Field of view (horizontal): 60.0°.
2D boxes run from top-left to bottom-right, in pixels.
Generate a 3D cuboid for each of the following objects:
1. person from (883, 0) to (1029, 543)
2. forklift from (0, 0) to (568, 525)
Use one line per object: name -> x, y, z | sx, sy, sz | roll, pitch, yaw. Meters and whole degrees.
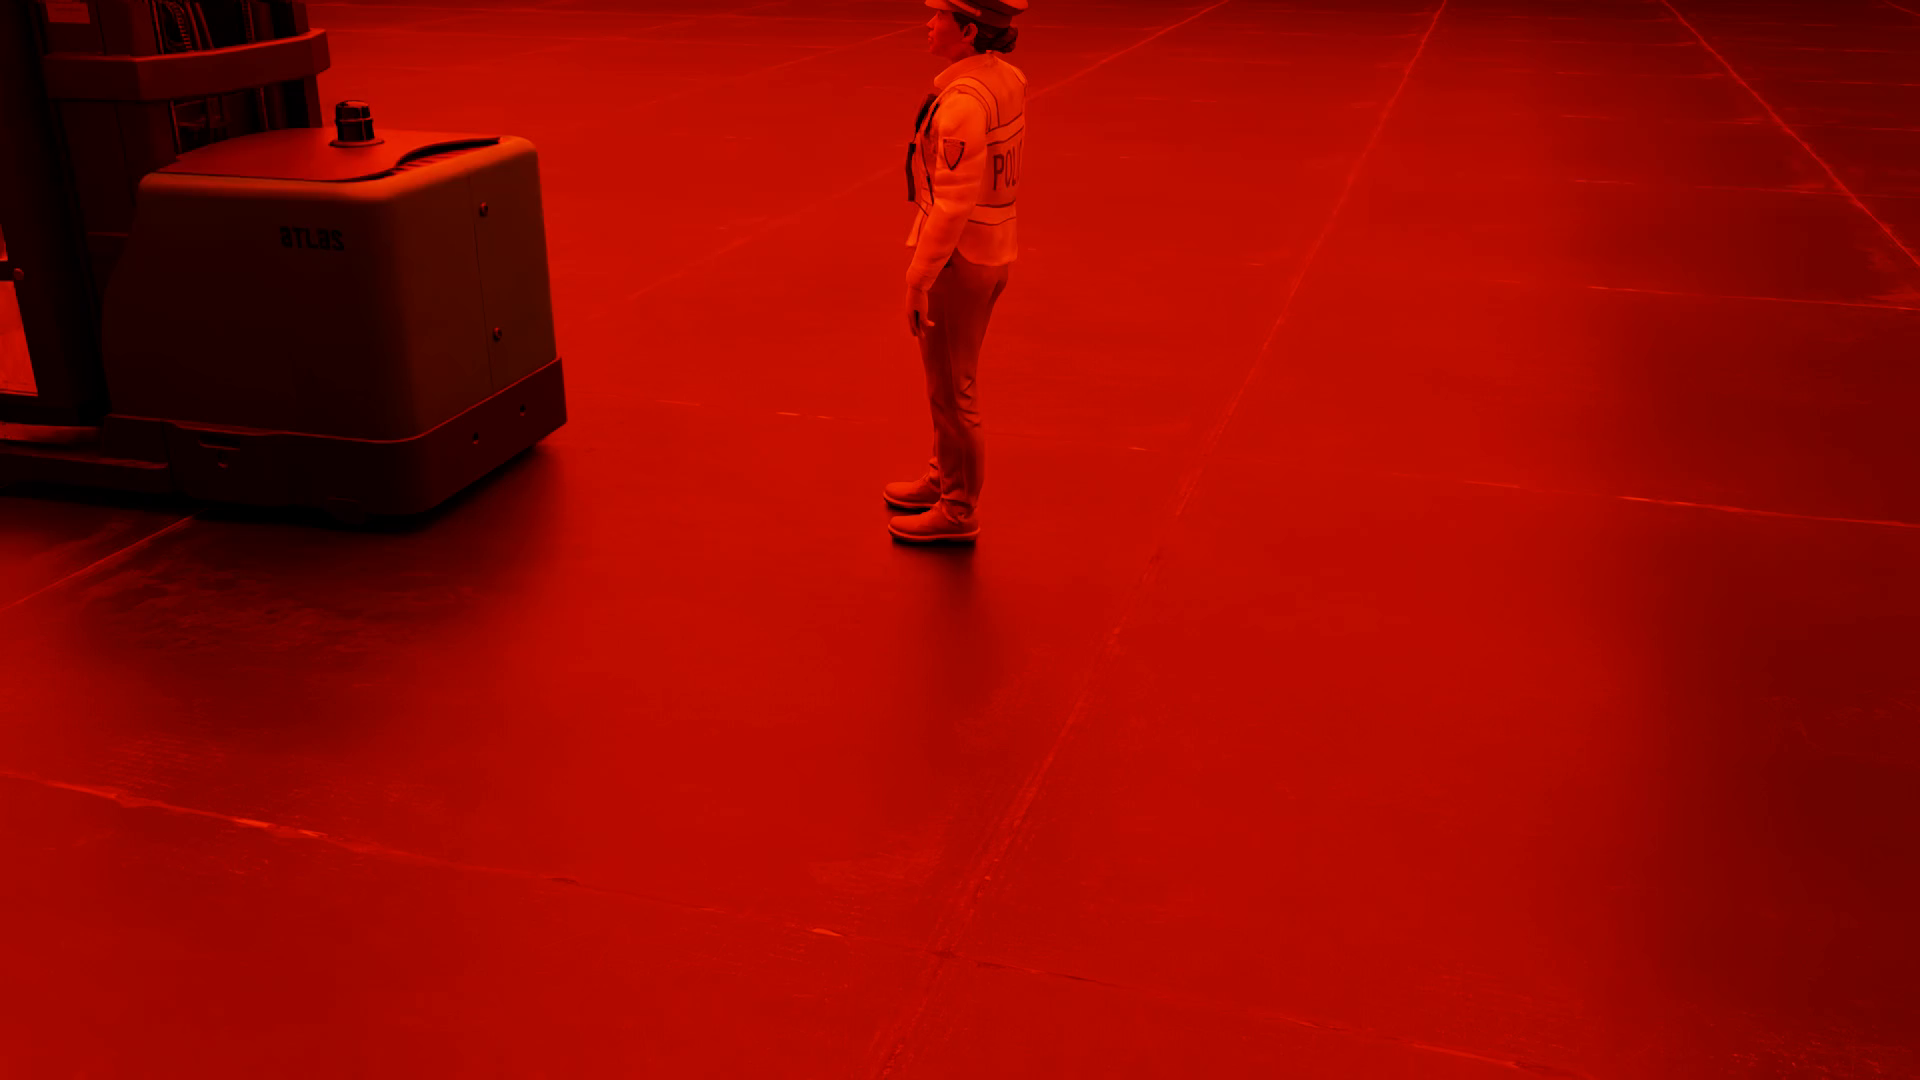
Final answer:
person -> -0.064, -0.800, 4.820 | 0.530, 1.694, 0.586 | 7, 23, 16
forklift -> -2.982, -1.701, 5.400 | 3.031, 2.935, 1.130 | 6, 23, 14
